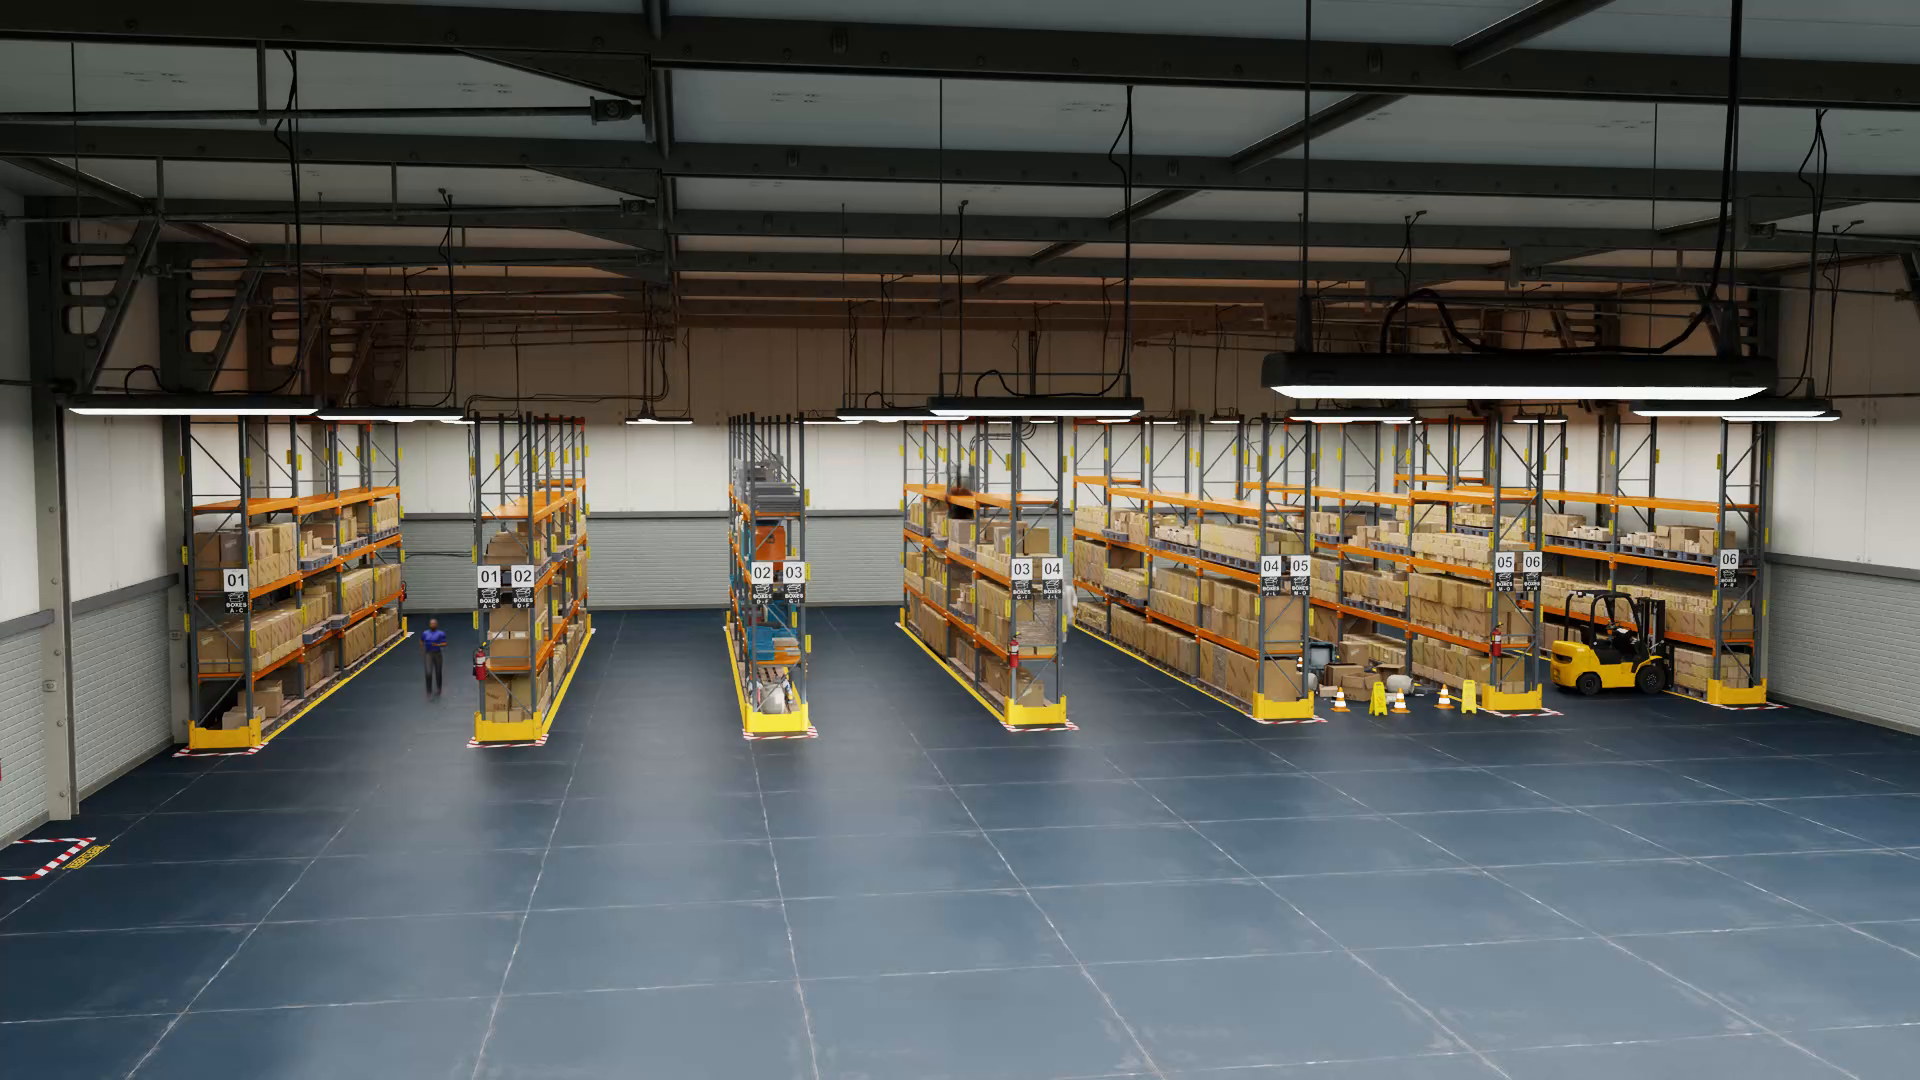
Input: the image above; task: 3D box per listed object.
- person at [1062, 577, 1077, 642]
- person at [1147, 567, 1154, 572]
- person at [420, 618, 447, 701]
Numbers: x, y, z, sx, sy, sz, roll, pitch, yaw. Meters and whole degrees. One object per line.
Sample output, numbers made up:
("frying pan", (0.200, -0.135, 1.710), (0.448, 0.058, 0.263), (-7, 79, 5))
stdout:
("person", (2.779, 1.849, 44.519), (0.730, 1.723, 0.716), (-1, 4, -10))
("person", (5.413, 1.620, 47.426), (0.648, 1.796, 0.699), (-1, 4, -12))
("person", (-11.108, 2.507, 35.089), (0.557, 1.686, 0.818), (-1, 4, -14))
